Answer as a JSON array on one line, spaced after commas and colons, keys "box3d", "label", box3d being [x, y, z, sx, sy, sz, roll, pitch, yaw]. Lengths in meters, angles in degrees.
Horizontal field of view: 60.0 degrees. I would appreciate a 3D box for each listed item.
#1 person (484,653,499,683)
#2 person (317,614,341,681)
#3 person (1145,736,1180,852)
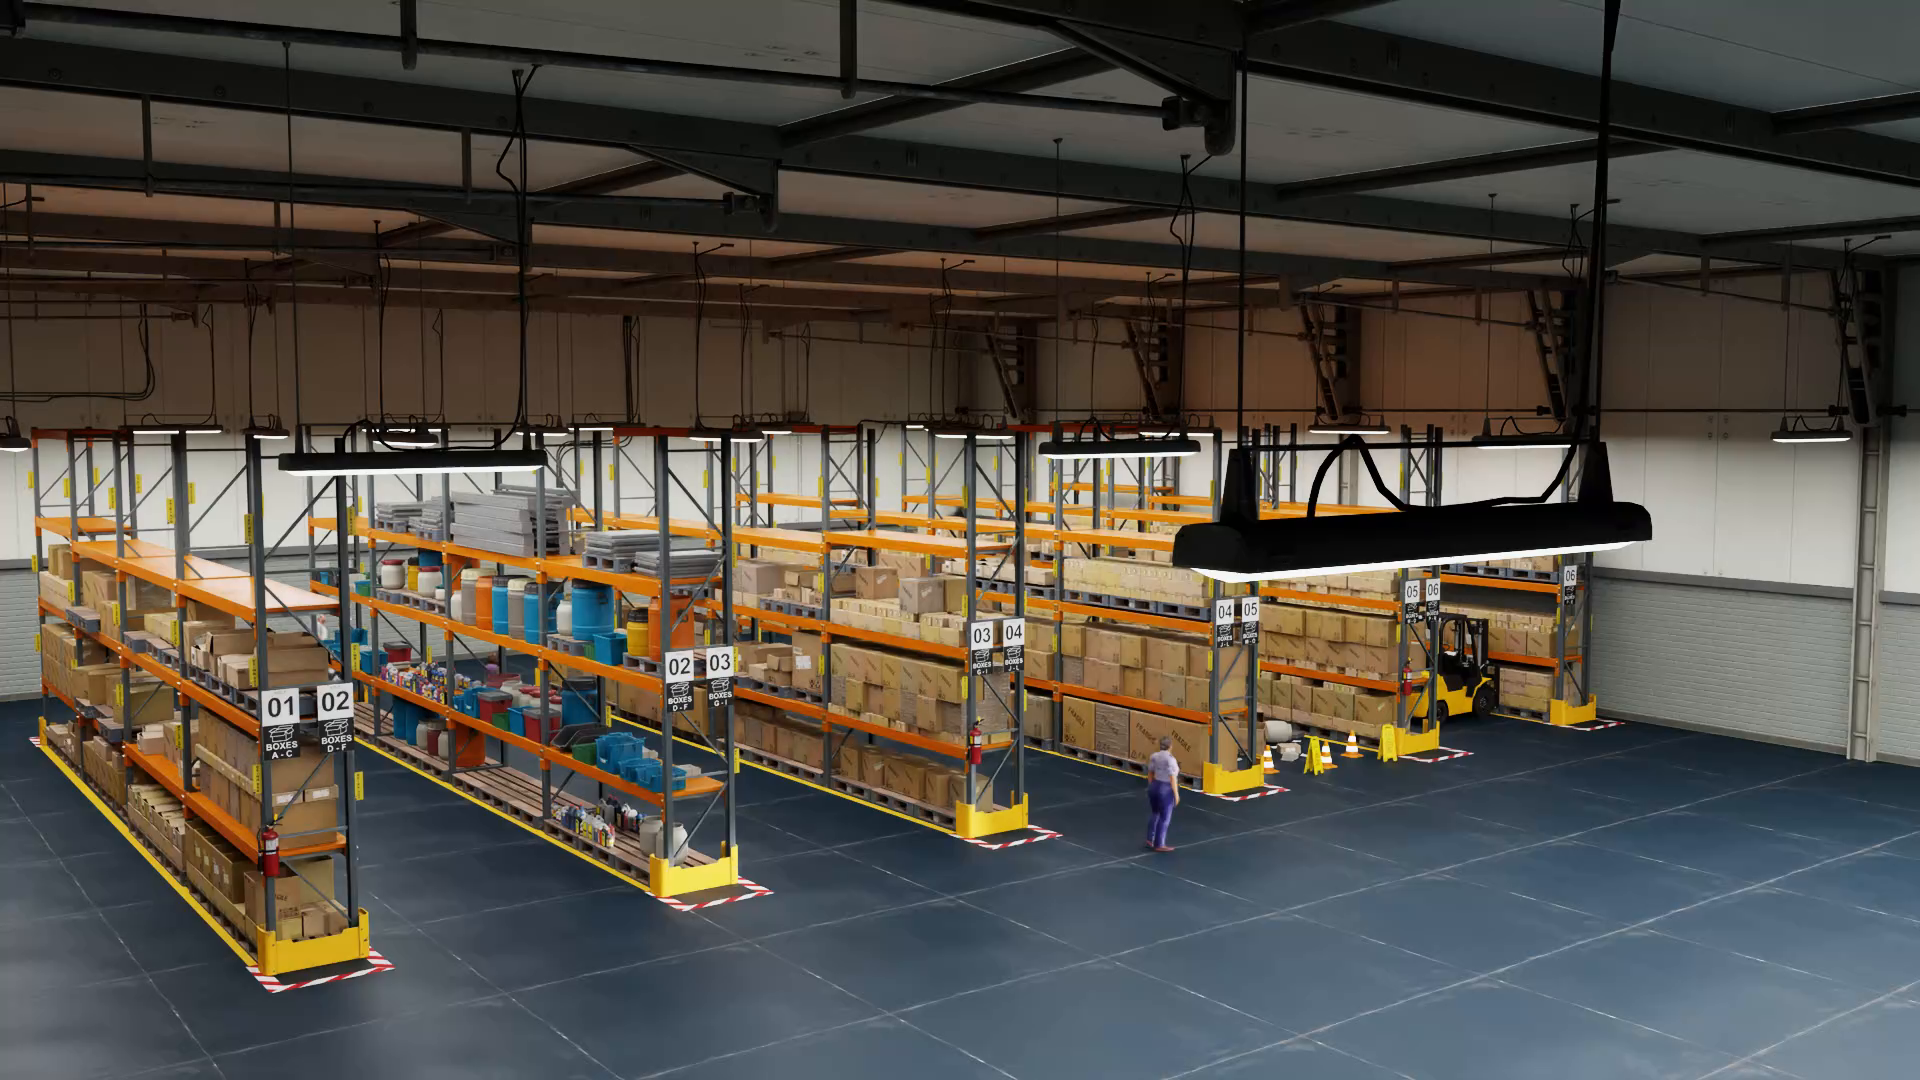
[{"box3d": [-9.060, 3.006, 32.429, 0.474, 1.643, 0.583, 1, 5, 12], "label": "person"}, {"box3d": [-14.630, 2.476, 38.122, 1.044, 1.750, 0.571, -1, 5, -16], "label": "person"}, {"box3d": [2.922, 3.674, 23.906, 0.371, 1.680, 0.564, -3, 6, -36], "label": "person"}]
